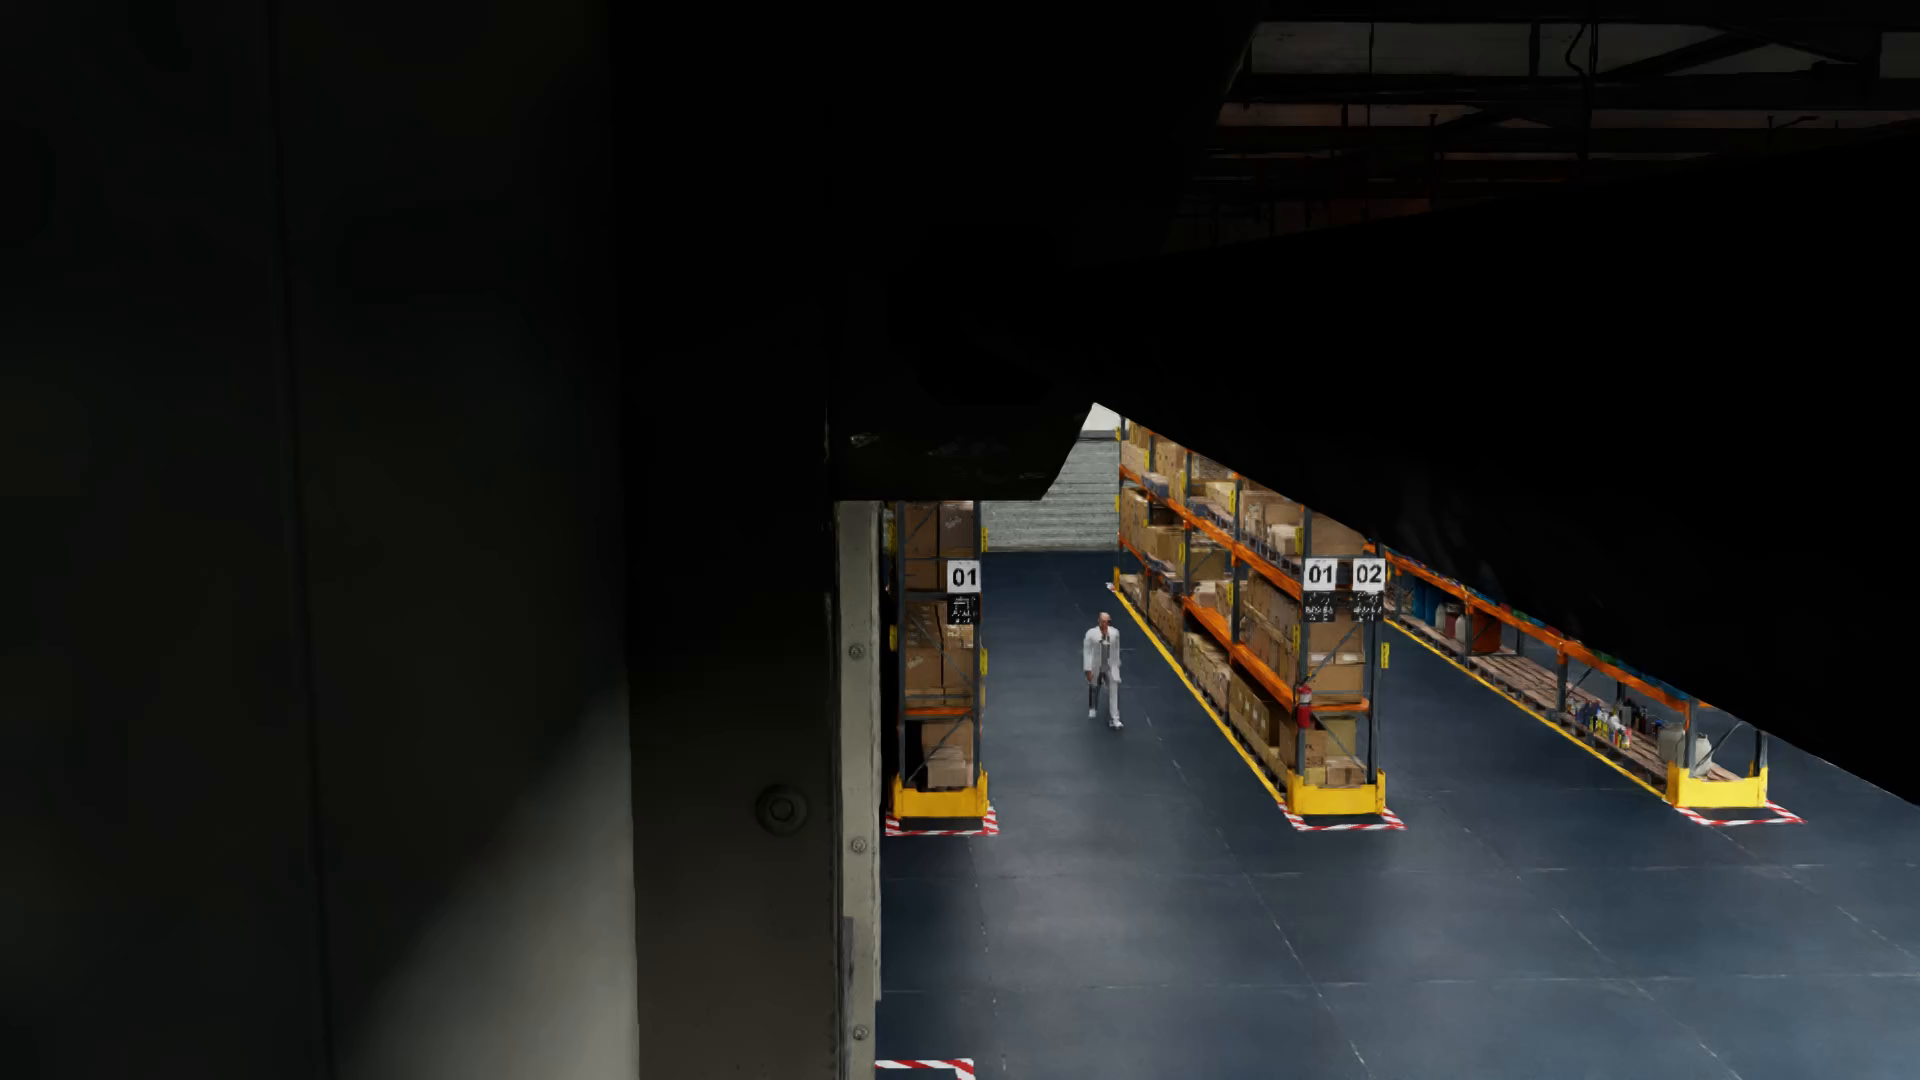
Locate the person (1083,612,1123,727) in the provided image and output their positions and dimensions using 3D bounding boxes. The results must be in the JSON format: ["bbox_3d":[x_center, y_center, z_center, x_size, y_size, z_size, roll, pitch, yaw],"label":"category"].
[{"bbox_3d":[2.136,1.901,24.883,0.601,1.698,1.196,-1,8,-4],"label":"person"}]

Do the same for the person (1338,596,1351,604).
[{"bbox_3d":[7.548,0.740,32.910,0.526,1.722,0.613,4,9,23],"label":"person"}]
